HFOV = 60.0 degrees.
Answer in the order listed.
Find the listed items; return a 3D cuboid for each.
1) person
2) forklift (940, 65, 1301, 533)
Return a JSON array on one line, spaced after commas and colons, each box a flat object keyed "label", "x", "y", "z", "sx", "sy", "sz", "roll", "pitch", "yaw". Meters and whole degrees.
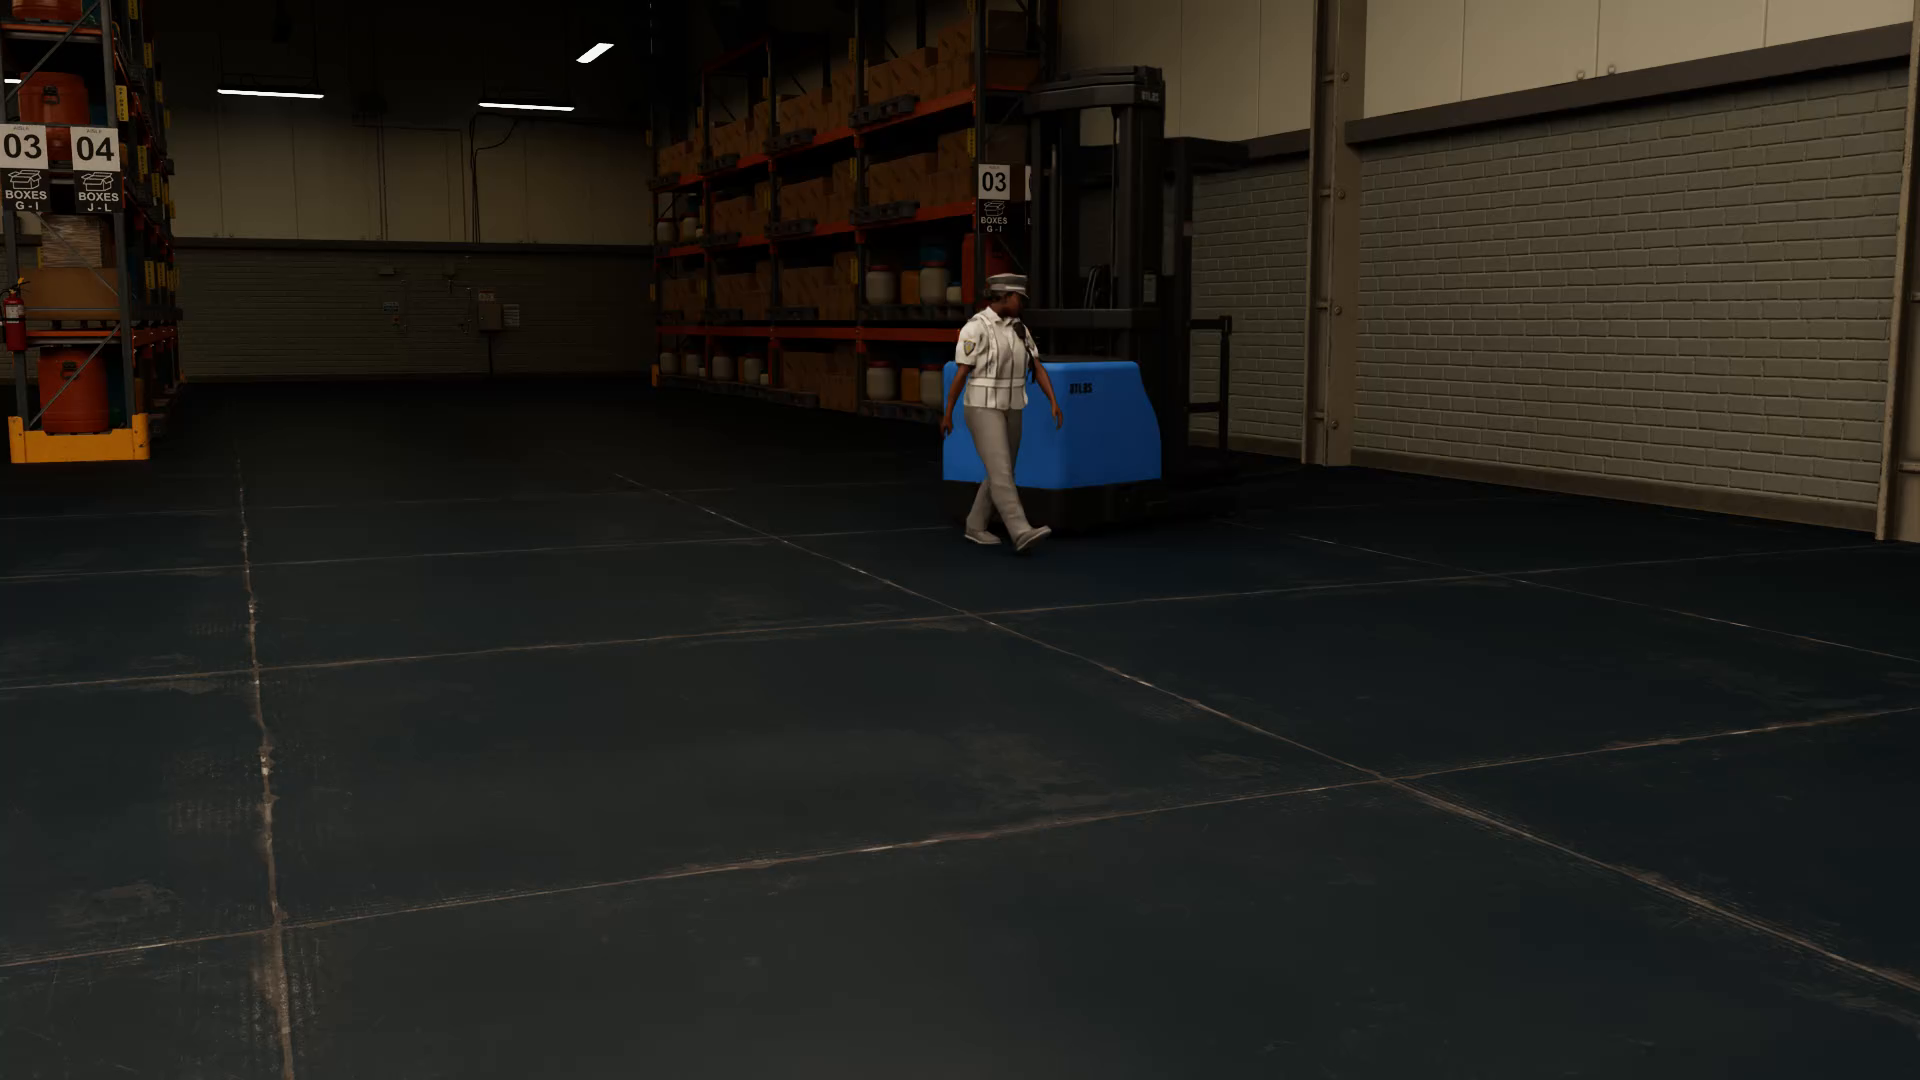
[{"label": "person", "x": 0.243, "y": -0.731, "z": 9.589, "sx": 0.594, "sy": 1.604, "sz": 0.896, "roll": -7, "pitch": 10, "yaw": -43}, {"label": "forklift", "x": 1.251, "y": -1.636, "z": 11.347, "sx": 1.130, "sy": 2.935, "sz": 3.031, "roll": 7, "pitch": 10, "yaw": 43}]
